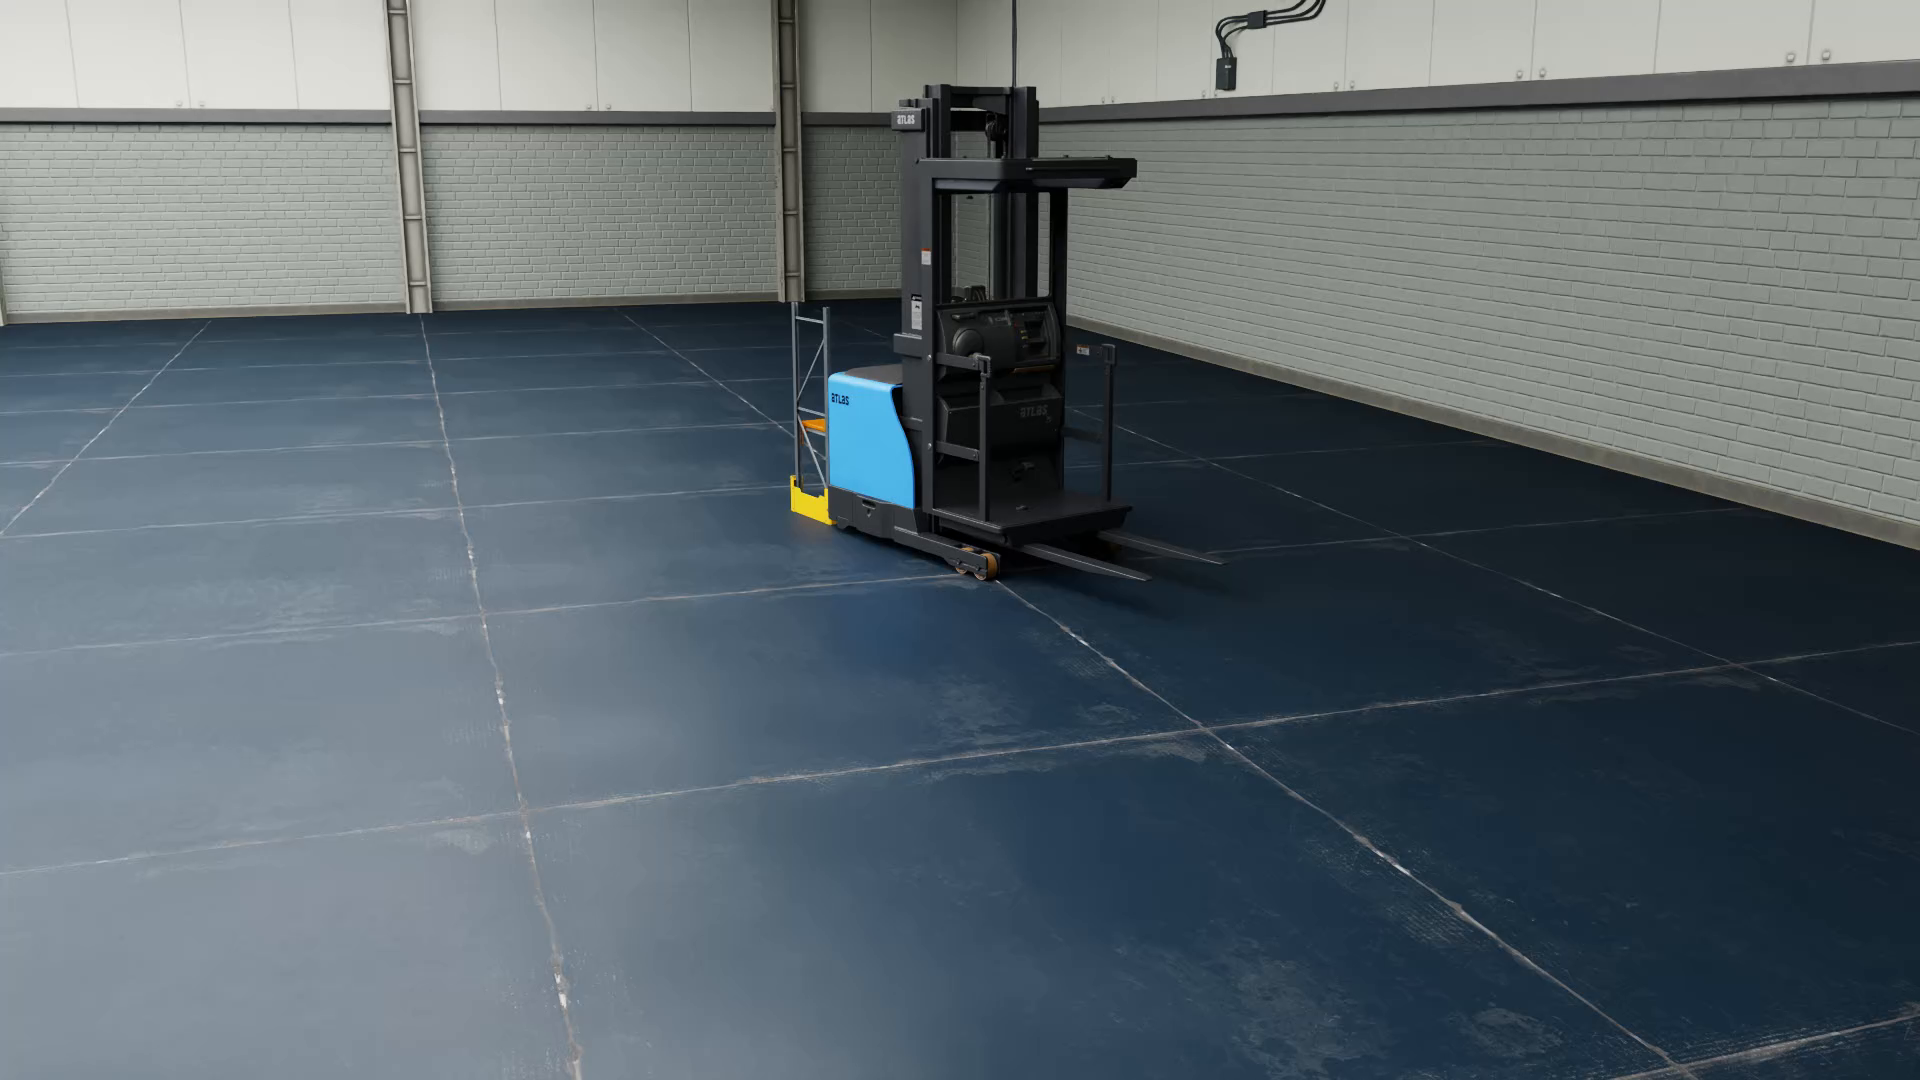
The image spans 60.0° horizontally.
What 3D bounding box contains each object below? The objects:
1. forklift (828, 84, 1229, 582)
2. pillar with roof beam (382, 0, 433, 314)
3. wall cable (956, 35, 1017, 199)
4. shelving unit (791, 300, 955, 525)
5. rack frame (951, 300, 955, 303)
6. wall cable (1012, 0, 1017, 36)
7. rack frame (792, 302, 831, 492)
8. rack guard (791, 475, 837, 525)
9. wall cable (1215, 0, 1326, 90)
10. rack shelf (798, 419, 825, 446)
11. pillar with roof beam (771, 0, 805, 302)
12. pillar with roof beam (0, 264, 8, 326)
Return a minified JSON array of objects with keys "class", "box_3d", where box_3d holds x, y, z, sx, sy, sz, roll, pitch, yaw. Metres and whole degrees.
[{"class":"forklift","box_3d":[0.381,-1.310,10.315,1.130,2.935,3.031,-10,17,-36]},{"class":"pillar with roof beam","box_3d":[-7.163,-7.031,21.257,0.400,9.000,9.100,-4,14,-18]},{"class":"wall cable","box_3d":[0.364,-6.835,27.142,0.112,2.526,3.097,-4,14,-18]},{"class":"shelving unit","box_3d":[-0.618,-0.959,11.933,1.083,1.500,0.587,-9,16,-33]},{"class":"rack frame","box_3d":[-0.187,-1.025,12.211,0.032,1.500,0.500,-9,16,-33]},{"class":"wall cable","box_3d":[1.227,-8.699,24.064,0.112,2.526,3.097,-4,14,-18]},{"class":"rack frame","box_3d":[-1.034,-0.895,11.665,0.032,1.500,0.500,-9,16,-33]},{"class":"rack guard","box_3d":[-1.033,-0.287,11.810,0.087,0.250,0.587,-9,16,-33]},{"class":"wall cable","box_3d":[3.377,-7.917,17.631,0.169,6.003,2.305,-4,14,-18]},{"class":"rack shelf","box_3d":[-0.611,-0.785,11.980,1.000,0.185,0.538,-9,16,-33]},{"class":"pillar with roof beam","box_3d":[-1.477,-7.474,23.119,0.400,9.000,9.100,-4,14,-18]},{"class":"pillar with roof beam","box_3d":[-12.850,-6.589,19.395,0.400,9.000,9.100,-4,14,-18]}]
